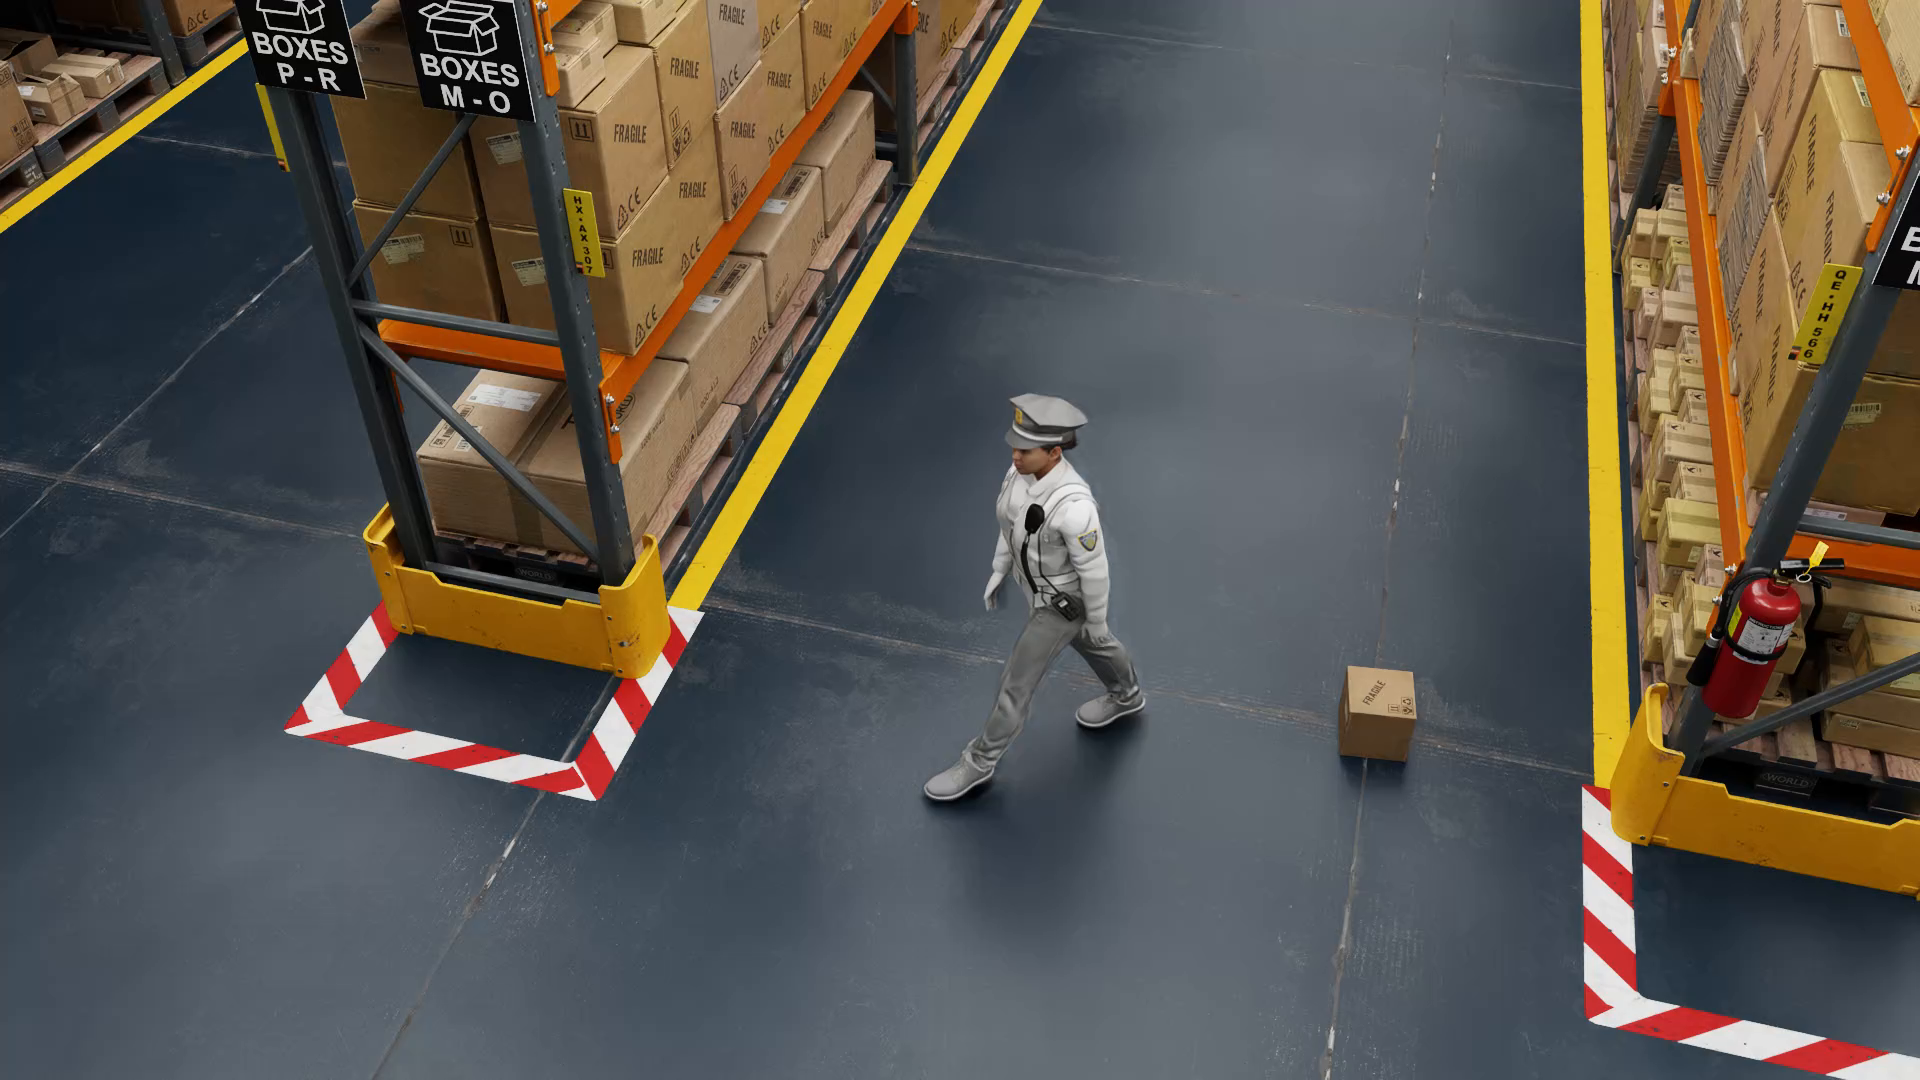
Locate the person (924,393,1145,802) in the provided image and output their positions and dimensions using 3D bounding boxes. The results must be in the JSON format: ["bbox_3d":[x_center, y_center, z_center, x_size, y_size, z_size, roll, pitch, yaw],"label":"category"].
[{"bbox_3d":[0.280,0.167,5.940,0.959,1.623,0.480,-12,43,-13],"label":"person"}]
